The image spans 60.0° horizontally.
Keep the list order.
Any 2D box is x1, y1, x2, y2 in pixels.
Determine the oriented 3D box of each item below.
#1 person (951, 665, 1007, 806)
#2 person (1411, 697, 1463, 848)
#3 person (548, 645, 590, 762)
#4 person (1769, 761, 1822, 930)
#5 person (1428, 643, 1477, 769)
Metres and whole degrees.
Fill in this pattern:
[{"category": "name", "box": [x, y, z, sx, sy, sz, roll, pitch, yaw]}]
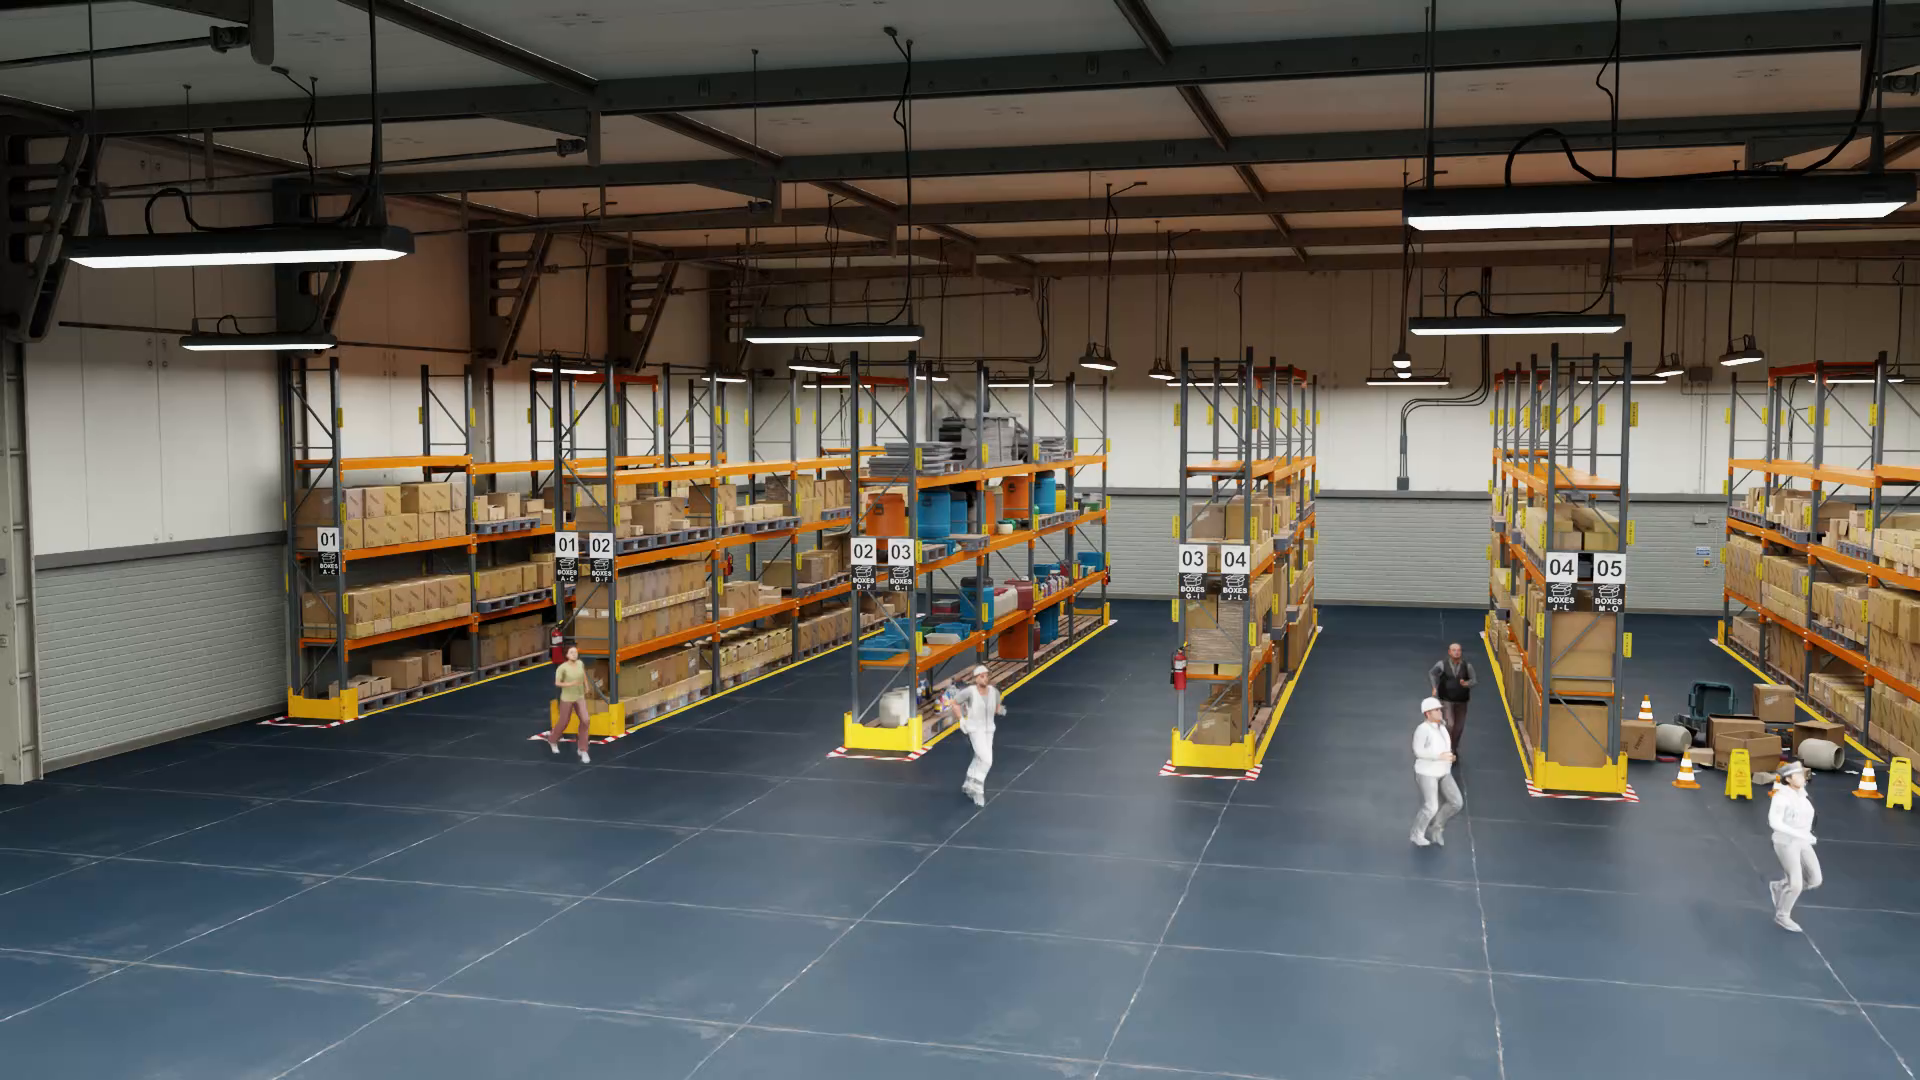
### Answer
[{"category": "person", "box": [0.294, 2.540, 21.630, 0.616, 1.835, 0.748, -3, 5, -36]}, {"category": "person", "box": [5.504, 2.706, 19.256, 0.709, 1.765, 0.615, -3, 5, -40]}, {"category": "person", "box": [-5.728, 2.375, 24.450, 0.584, 1.709, 0.899, -3, 5, -39]}, {"category": "person", "box": [8.173, 2.983, 16.296, 0.658, 1.660, 0.561, -3, 5, -31]}, {"category": "person", "box": [7.128, 2.379, 24.028, 0.631, 1.783, 0.779, 0, 4, 3]}]
